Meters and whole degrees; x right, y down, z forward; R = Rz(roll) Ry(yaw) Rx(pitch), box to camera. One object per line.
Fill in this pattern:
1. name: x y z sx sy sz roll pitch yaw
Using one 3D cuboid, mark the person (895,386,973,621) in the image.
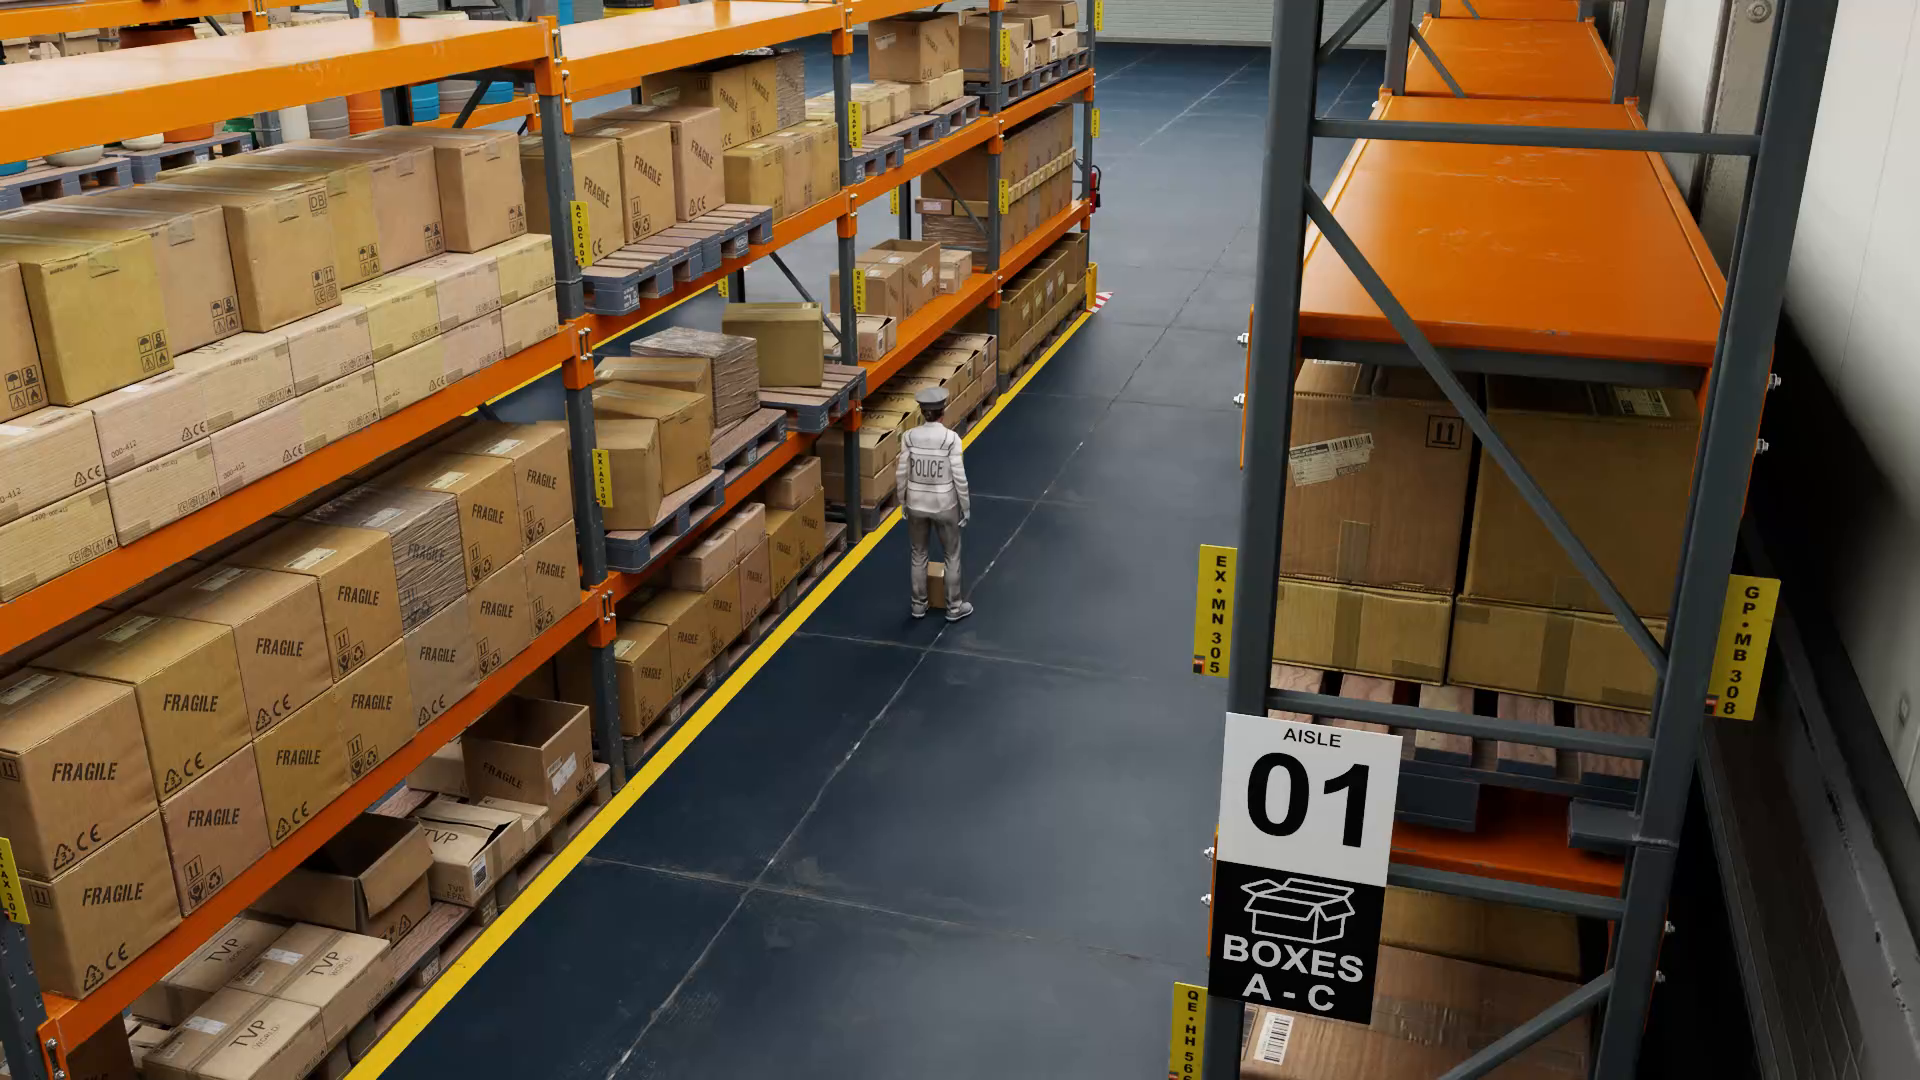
1. person: -0.185 -0.232 11.657 0.527 1.663 0.372 6 23 14
